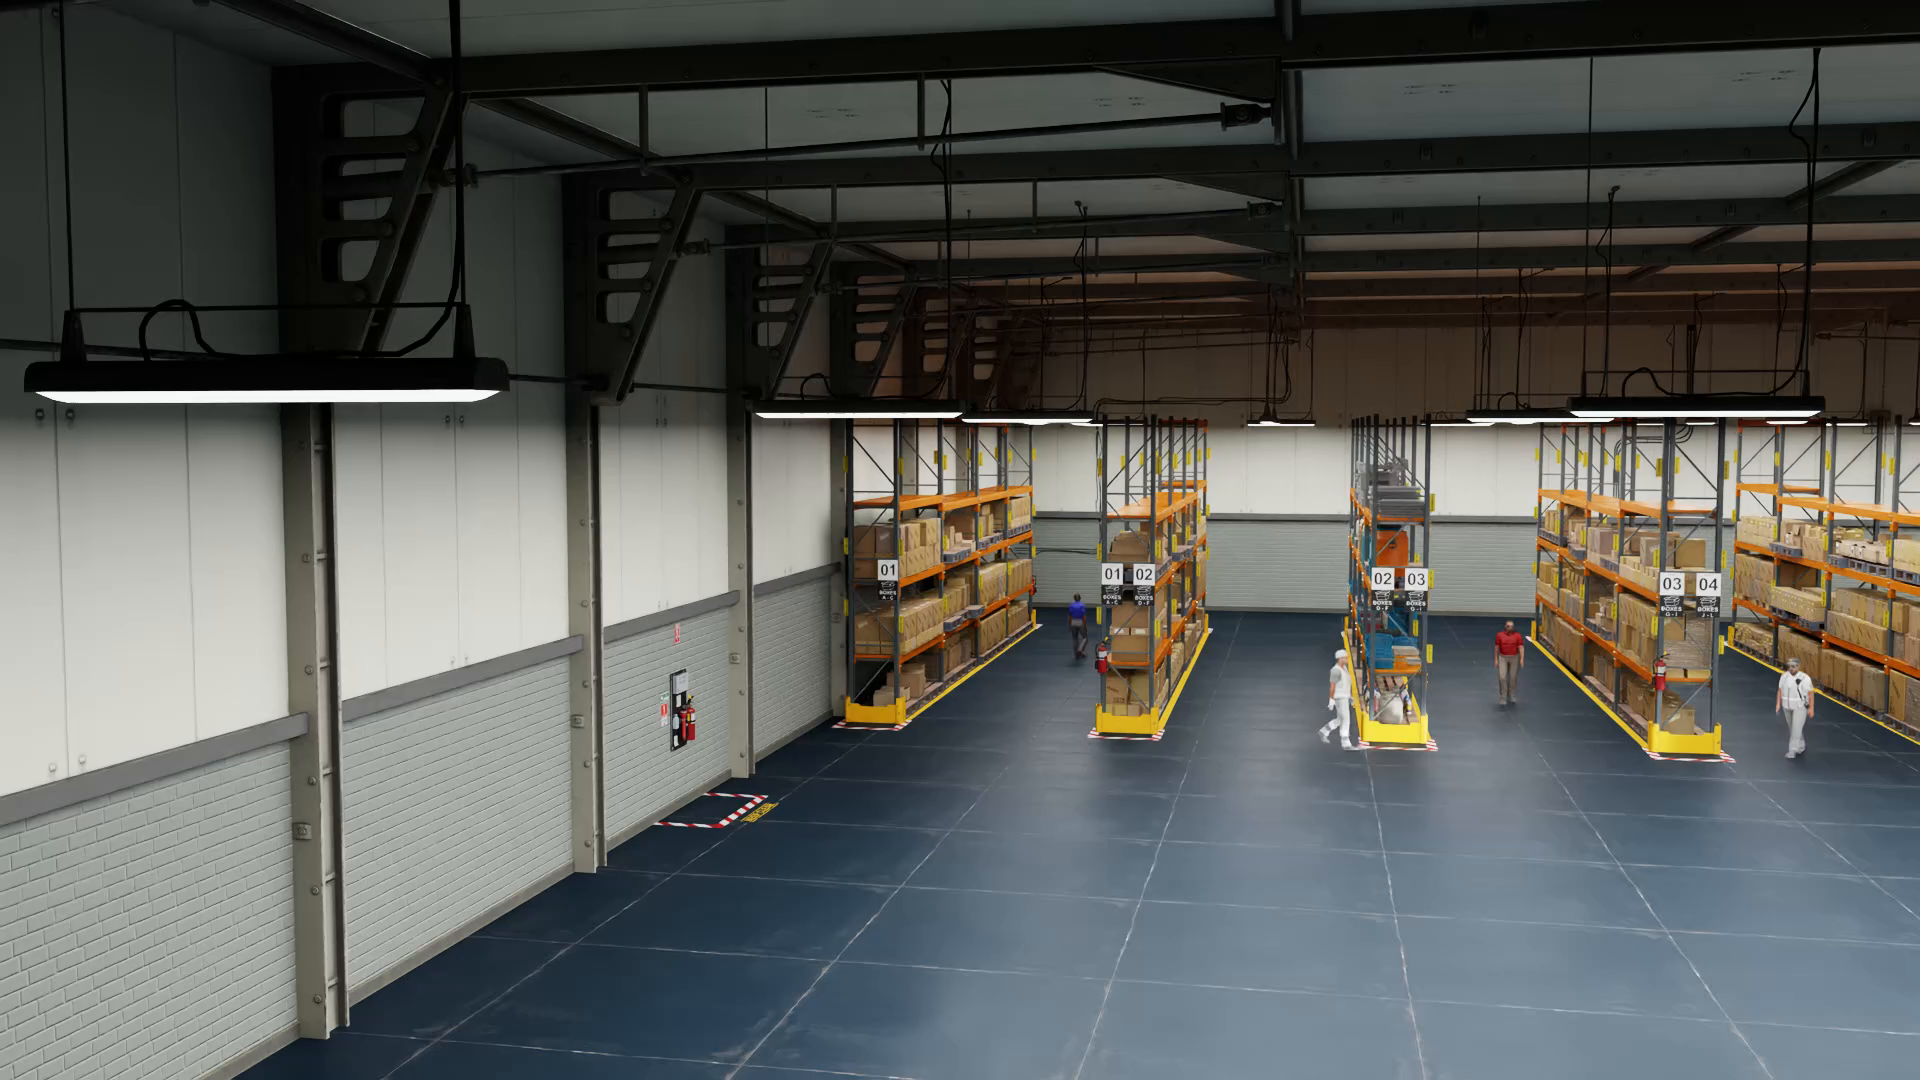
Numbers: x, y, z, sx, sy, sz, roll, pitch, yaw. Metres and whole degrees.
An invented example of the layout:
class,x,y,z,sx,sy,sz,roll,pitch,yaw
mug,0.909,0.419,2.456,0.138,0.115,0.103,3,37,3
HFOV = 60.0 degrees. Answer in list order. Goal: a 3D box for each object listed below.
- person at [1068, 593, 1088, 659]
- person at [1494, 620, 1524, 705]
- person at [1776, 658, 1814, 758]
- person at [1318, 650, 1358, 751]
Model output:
class,x,y,z,sx,sy,sz,roll,pitch,yaw
person,2.934,2.141,41.410,0.498,1.657,0.457,1,4,16
person,11.490,2.568,34.779,0.585,1.790,0.546,1,4,14
person,14.534,2.908,29.016,0.992,1.709,0.568,-2,5,-33
person,6.793,2.849,29.823,0.813,1.776,0.549,2,4,27
